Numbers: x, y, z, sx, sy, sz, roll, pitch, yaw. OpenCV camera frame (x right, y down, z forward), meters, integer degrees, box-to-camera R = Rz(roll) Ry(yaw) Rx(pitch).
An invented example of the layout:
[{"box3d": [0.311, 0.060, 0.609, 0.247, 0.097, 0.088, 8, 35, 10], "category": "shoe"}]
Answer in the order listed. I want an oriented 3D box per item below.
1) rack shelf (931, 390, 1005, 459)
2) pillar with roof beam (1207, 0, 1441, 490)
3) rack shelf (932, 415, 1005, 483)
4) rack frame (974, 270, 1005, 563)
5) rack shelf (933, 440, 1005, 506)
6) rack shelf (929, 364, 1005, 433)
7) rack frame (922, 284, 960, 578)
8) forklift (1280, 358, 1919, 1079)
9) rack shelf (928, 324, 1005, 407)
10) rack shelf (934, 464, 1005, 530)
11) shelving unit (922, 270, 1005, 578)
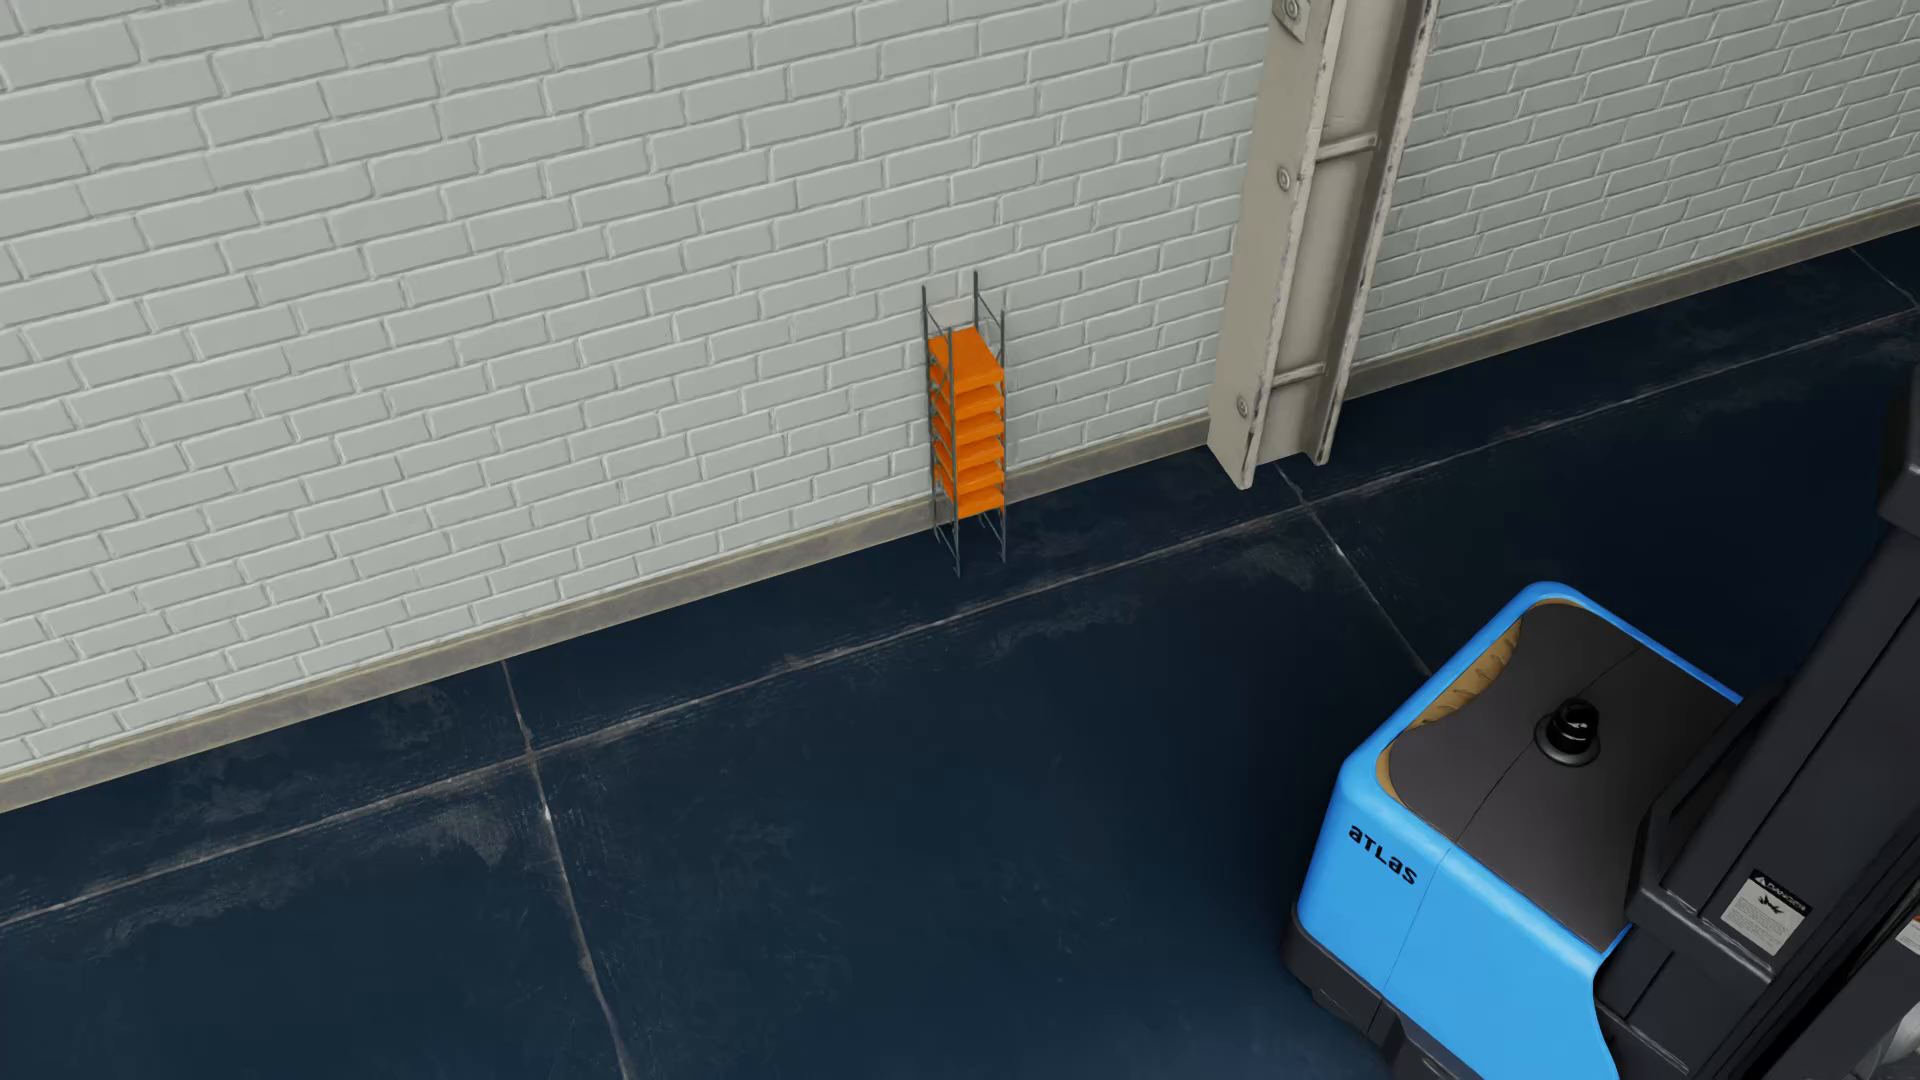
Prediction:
[{"box3d": [0.021, -0.422, 5.715, 0.180, 0.103, 0.258, -18, 50, -14], "category": "rack shelf"}, {"box3d": [2.832, -0.264, 0.545, 0.400, 9.000, 9.100, -17, 52, -14], "category": "pillar with roof beam"}, {"box3d": [0.023, -0.342, 5.805, 0.180, 0.103, 0.258, -18, 50, -14], "category": "rack shelf"}, {"box3d": [0.107, -0.399, 5.794, 0.006, 1.200, 0.240, -18, 50, -14], "category": "rack frame"}, {"box3d": [0.026, -0.262, 5.894, 0.180, 0.103, 0.258, -18, 50, -14], "category": "rack shelf"}, {"box3d": [0.018, -0.502, 5.626, 0.180, 0.103, 0.258, -18, 50, -14], "category": "rack shelf"}, {"box3d": [-0.062, -0.344, 5.749, 0.006, 1.200, 0.240, -18, 50, -14], "category": "rack frame"}, {"box3d": [2.363, 0.894, 3.550, 1.130, 2.935, 3.031, -36, 58, -27], "category": "forklift"}, {"box3d": [0.016, -0.582, 5.537, 0.180, 0.103, 0.258, -18, 50, -14], "category": "rack shelf"}, {"box3d": [0.028, -0.181, 5.983, 0.180, 0.103, 0.258, -18, 50, -14], "category": "rack shelf"}, {"box3d": [0.022, -0.371, 5.771, 0.189, 1.200, 0.258, -18, 50, -14], "category": "shelving unit"}]
